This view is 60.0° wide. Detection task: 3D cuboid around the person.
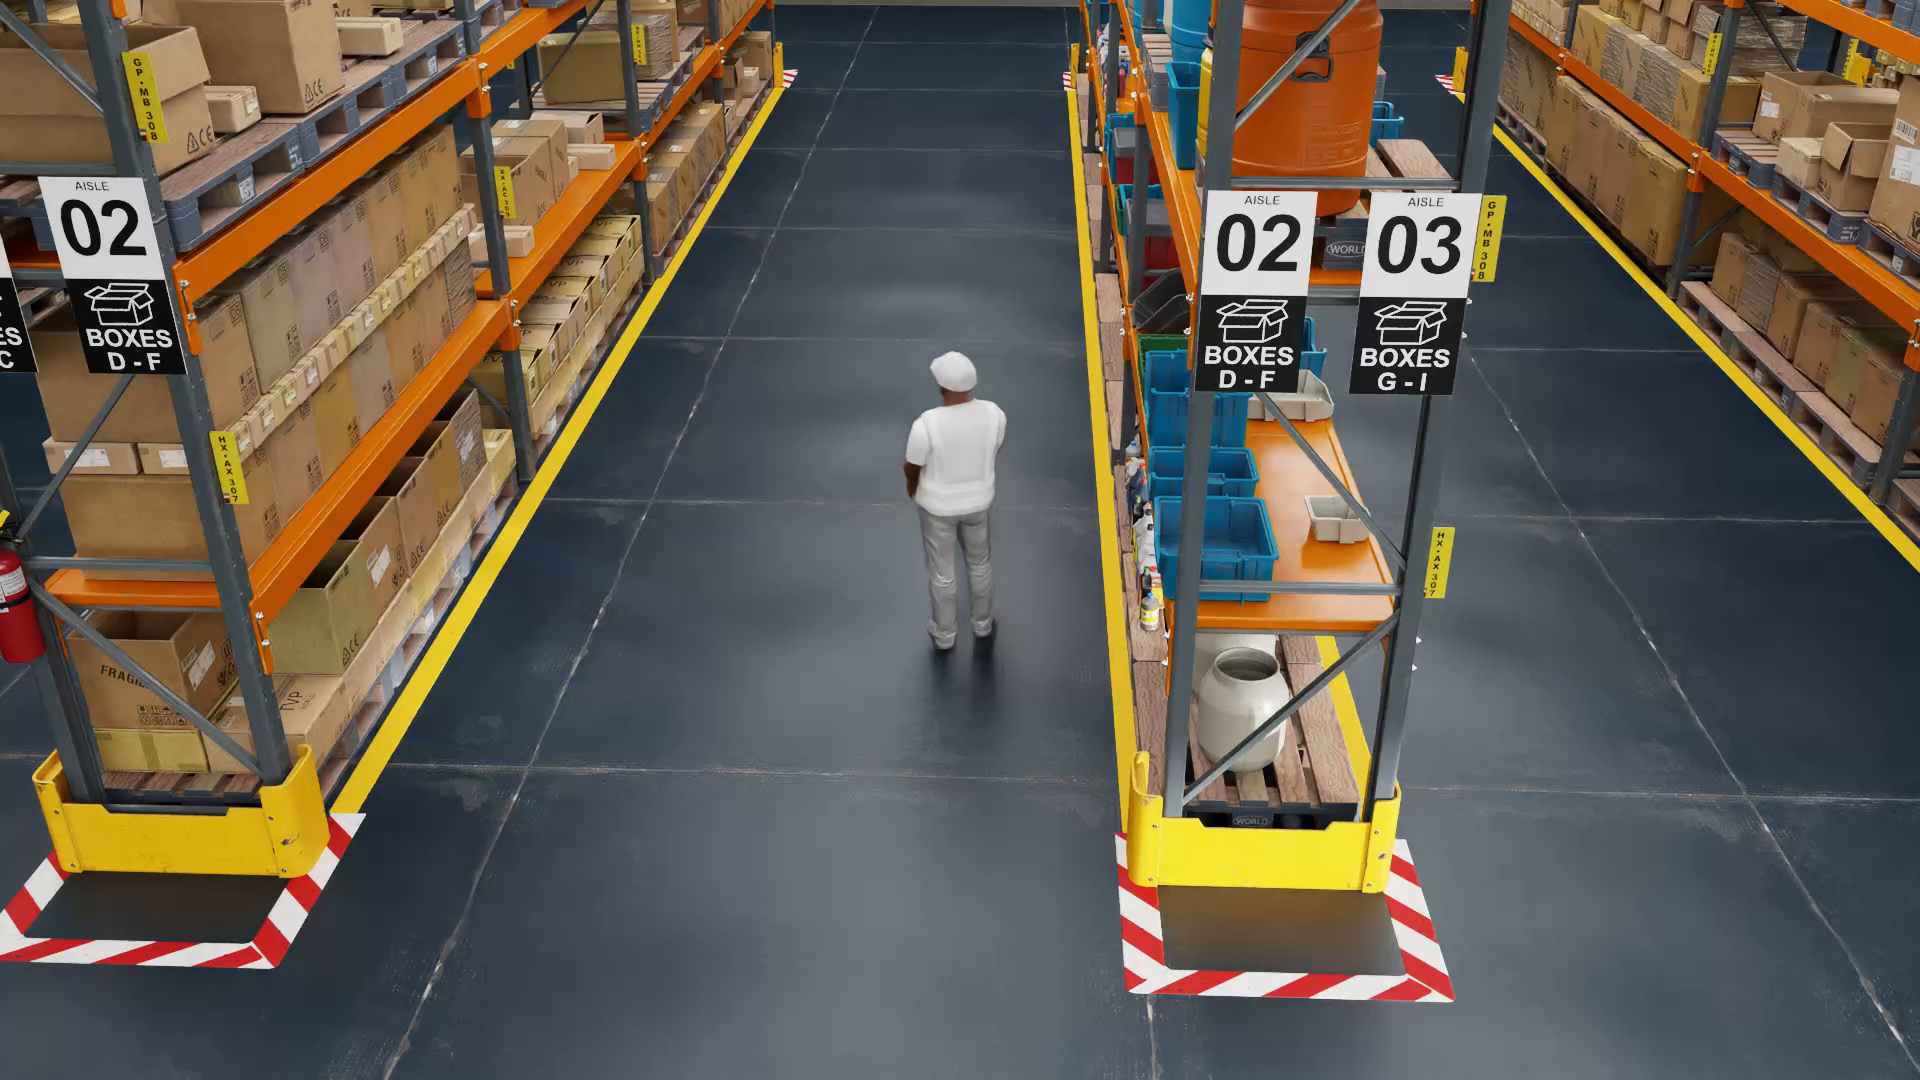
[{"bbox_3d":[-0.036,-0.237,9.034,0.589,1.773,0.528,-11,30,-19],"label":"person"}]
